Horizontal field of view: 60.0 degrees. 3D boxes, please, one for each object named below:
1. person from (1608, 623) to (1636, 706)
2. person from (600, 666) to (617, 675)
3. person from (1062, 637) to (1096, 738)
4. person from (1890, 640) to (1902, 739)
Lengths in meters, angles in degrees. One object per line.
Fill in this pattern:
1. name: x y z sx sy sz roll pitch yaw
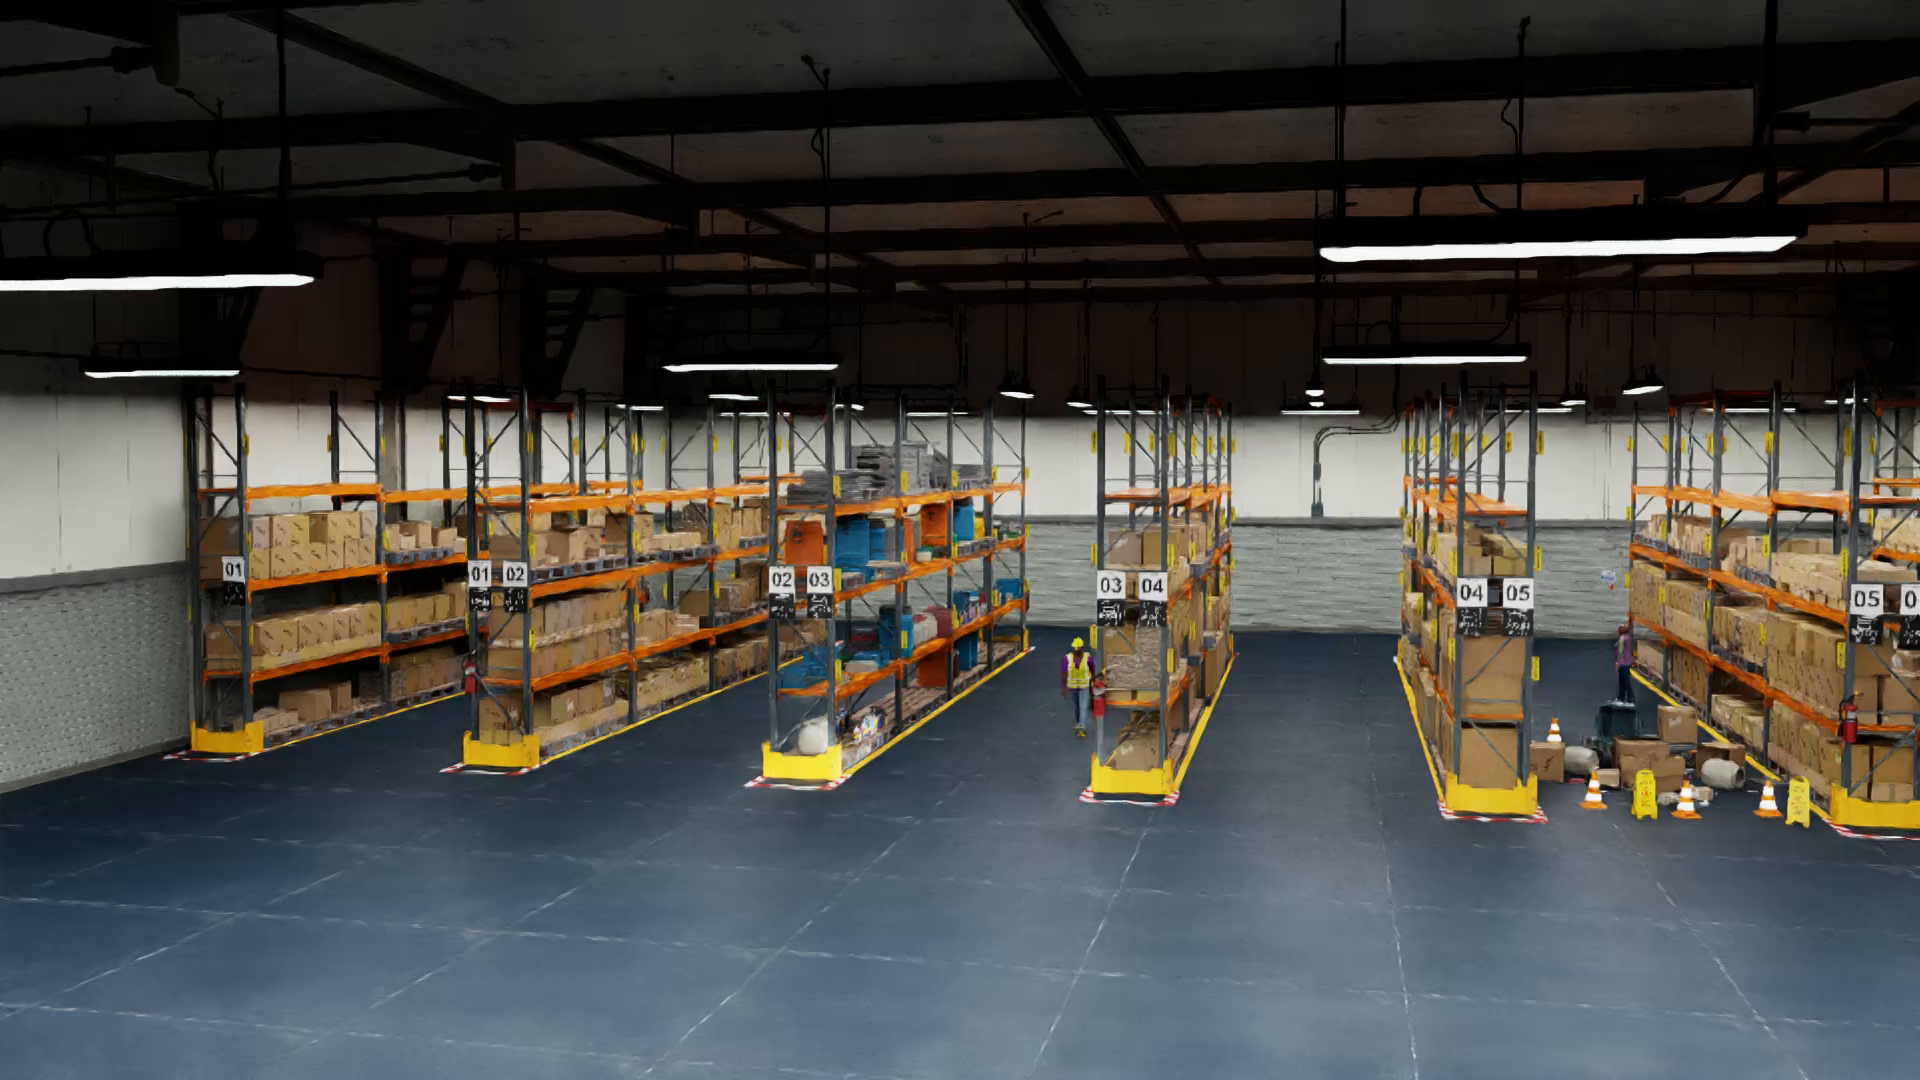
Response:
1. person: 12.670 2.374 31.792 0.534 1.589 0.521 2 4 35
2. person: -7.332 2.171 34.454 0.729 1.733 0.538 1 3 11
3. person: 2.023 2.507 28.569 0.579 1.688 1.107 1 3 16
4. person: 15.308 2.520 27.522 0.494 1.785 0.616 3 4 42
